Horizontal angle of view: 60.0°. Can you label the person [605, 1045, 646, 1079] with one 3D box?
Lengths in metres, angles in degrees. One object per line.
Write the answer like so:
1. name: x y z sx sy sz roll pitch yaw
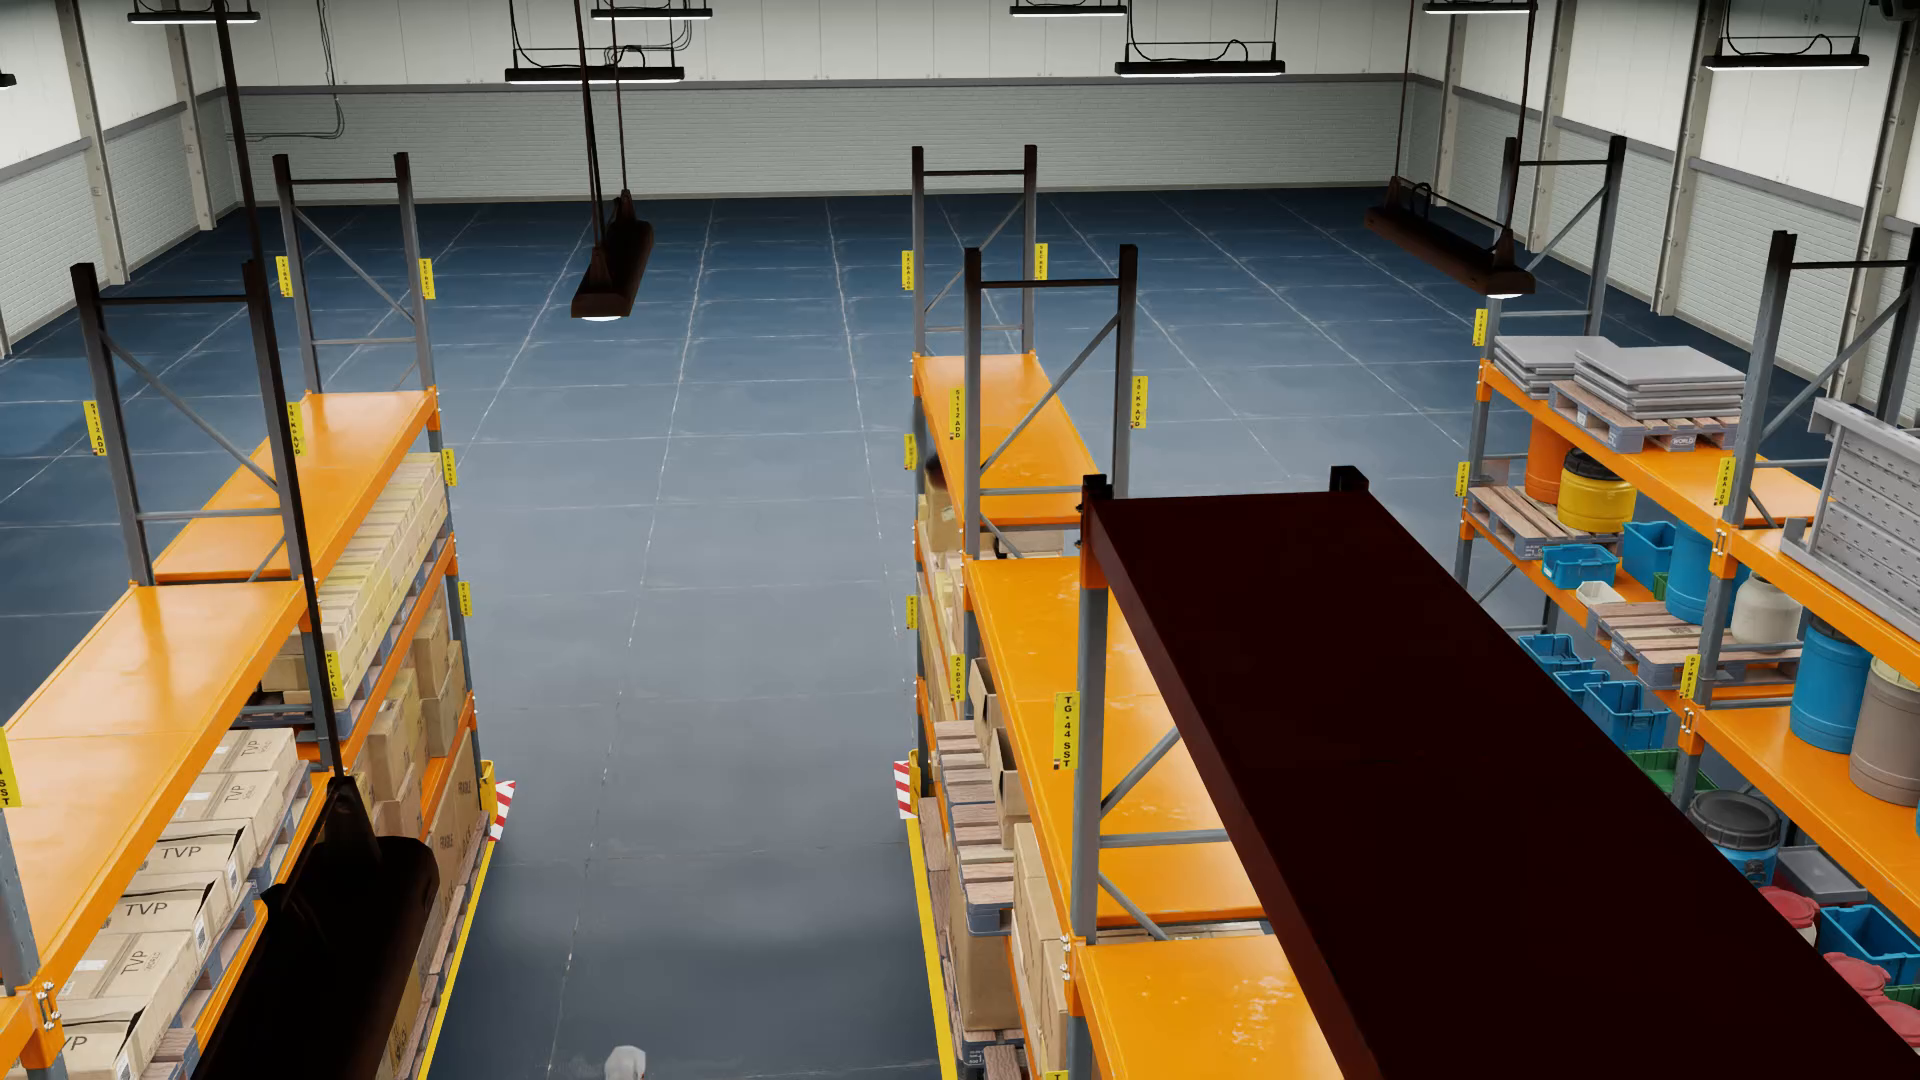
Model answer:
1. person: -1.953 3.739 9.954 0.603 1.653 0.623 -8 23 -19
